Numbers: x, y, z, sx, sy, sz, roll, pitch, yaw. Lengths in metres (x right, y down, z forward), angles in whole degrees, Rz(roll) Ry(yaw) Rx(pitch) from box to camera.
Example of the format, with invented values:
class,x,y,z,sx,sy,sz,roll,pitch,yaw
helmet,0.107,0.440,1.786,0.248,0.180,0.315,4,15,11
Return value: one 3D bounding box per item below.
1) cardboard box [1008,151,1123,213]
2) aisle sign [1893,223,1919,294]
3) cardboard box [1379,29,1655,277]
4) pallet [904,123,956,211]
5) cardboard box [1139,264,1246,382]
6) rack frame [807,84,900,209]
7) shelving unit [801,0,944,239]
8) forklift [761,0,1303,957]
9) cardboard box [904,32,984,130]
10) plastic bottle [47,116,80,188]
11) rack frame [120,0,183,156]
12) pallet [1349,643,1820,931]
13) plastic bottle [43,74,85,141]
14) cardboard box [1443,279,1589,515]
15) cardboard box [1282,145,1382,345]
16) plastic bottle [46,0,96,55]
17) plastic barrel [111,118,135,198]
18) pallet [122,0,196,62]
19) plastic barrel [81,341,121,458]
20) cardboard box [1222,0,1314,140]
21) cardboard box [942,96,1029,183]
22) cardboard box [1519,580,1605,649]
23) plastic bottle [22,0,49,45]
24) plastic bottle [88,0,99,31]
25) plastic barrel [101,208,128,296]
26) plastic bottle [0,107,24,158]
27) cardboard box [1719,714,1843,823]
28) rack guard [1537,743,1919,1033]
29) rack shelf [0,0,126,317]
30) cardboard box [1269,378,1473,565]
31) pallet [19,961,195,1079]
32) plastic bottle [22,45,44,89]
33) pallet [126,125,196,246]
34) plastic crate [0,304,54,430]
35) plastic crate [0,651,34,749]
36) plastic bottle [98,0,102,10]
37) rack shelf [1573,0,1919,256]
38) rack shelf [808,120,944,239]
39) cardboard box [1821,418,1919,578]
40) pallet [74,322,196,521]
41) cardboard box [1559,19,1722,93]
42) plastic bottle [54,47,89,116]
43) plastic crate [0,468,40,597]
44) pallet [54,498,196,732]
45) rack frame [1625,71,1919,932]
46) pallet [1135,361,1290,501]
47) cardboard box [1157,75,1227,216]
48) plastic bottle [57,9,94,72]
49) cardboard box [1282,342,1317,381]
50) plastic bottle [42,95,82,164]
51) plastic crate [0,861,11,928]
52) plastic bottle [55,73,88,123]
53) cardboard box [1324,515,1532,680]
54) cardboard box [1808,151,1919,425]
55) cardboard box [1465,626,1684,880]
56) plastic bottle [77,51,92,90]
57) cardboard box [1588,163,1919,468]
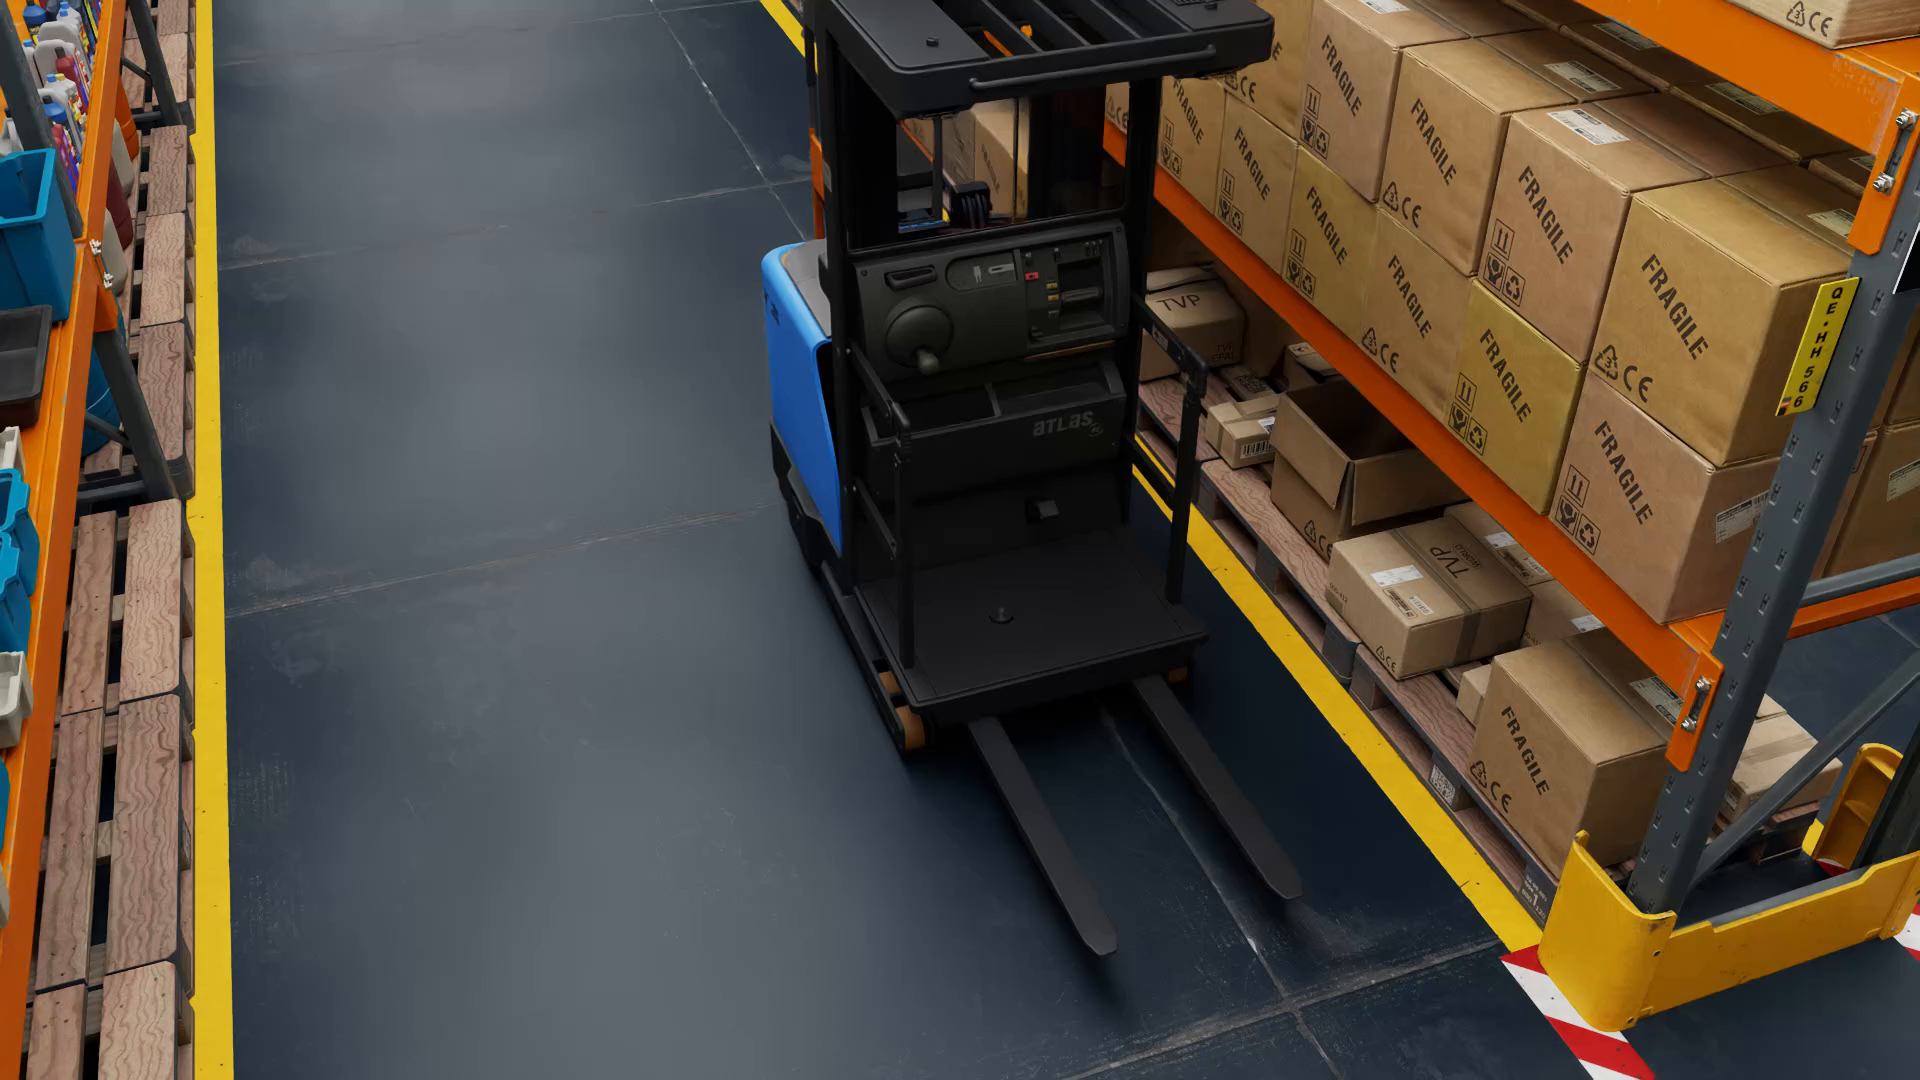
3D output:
class,x,y,z,sx,sy,sz,roll,pitch,yaw
cardboard box,0.556,-1.583,8.070,0.500,0.500,0.500,-13,39,-16
aisle sign,2.107,-0.863,3.242,0.394,0.787,0.004,-12,39,-16
cardboard box,1.603,-1.138,4.853,0.500,0.500,0.500,-11,38,-15
pallet,0.256,-2.214,9.515,1.003,0.211,1.213,-12,39,-16
cardboard box,0.936,-1.006,7.462,0.500,0.311,0.500,-12,39,-16
rack frame,-0.430,-1.545,7.056,0.400,2.100,0.015,-12,39,-16
shelving unit,-0.346,-1.407,6.873,0.431,2.100,0.503,-12,39,-16
forklift,0.194,-0.718,5.267,1.130,2.935,3.031,-12,39,-16
cardboard box,-0.140,-2.728,9.590,0.500,0.500,0.500,-13,39,-17
plastic bottle,-3.429,-1.487,6.328,0.061,0.283,0.133,-12,39,-16
rack frame,-5.033,-3.422,8.801,1.000,3.000,0.127,-12,39,-16
pallet,2.070,0.694,5.653,1.003,0.211,1.213,-12,39,-16
plastic bottle,-3.599,-1.730,6.660,0.097,0.271,0.097,0,37,0
cardboard box,1.780,-0.456,4.779,0.500,0.500,0.500,-12,39,-16
cardboard box,1.440,-1.023,5.532,0.500,0.500,0.500,-13,39,-17
plastic bottle,-3.975,-2.339,7.403,0.144,0.351,0.185,-12,39,-16
plastic barrel,-4.571,-2.023,8.662,0.421,0.512,0.421,0,37,0
pallet,-5.680,-3.442,11.145,1.003,0.211,1.213,-12,39,-16
plastic barrel,-3.828,-0.803,6.718,0.600,0.901,0.708,-12,39,-16
cardboard box,1.248,-1.719,5.625,0.500,0.500,0.500,-14,39,-17
cardboard box,0.222,-2.147,8.820,0.500,0.500,0.500,-12,39,-15
cardboard box,2.279,0.348,5.715,0.500,0.250,0.500,-12,39,-16
plastic bottle,-4.074,-2.257,7.360,0.097,0.271,0.097,0,37,0
plastic bottle,-4.085,-2.518,7.641,0.144,0.351,0.185,-12,39,-16
plastic barrel,-4.182,-1.385,7.815,0.421,0.512,0.421,0,37,0
plastic bottle,-3.488,-1.432,6.199,0.144,0.351,0.185,-12,39,-16
cardboard box,2.550,0.729,5.293,0.380,0.149,0.250,-12,39,-16
rack guard,2.345,1.029,4.969,1.175,0.500,0.348,-12,39,-16
rack shelf,-4.345,-2.005,7.517,1.077,0.370,4.000,-12,39,-16
cardboard box,1.646,-0.305,6.371,0.797,0.503,0.637,-12,39,-16
pallet,-2.528,1.737,4.269,1.003,0.211,1.213,-12,39,-16
plastic bottle,-3.920,-1.945,6.942,0.152,0.276,0.135,-12,39,-16
pallet,-4.723,-1.872,9.060,1.003,0.211,1.213,-12,39,-16
plastic crate,-3.020,-0.500,5.100,0.437,0.125,0.590,-12,39,-16
plastic crate,-2.322,0.389,3.910,0.250,0.136,0.298,-12,39,-16
plastic bottle,-4.157,-2.619,7.899,0.097,0.201,0.097,0,37,0
rack shelf,1.683,-1.967,4.973,1.077,0.370,4.000,-12,39,-16
rack shelf,-0.346,-1.397,6.882,0.431,0.518,0.480,-12,39,-16
cardboard box,2.466,-0.272,4.535,0.500,0.500,0.500,-12,39,-15
pallet,-3.883,-0.494,7.230,1.003,0.211,1.213,-12,39,-16
cardboard box,2.112,-1.249,5.000,0.500,0.500,0.500,-12,39,-15
plastic bottle,-3.688,-1.913,6.894,0.061,0.283,0.133,-12,39,-16
plastic crate,-2.613,0.019,4.321,0.416,0.233,0.300,-12,39,-16
pallet,-3.368,0.358,6.099,1.003,0.211,1.213,-12,39,-16
rack frame,2.372,0.073,4.160,1.000,3.000,0.127,-12,39,-16
pallet,1.231,-0.684,7.483,1.003,0.211,1.213,-12,39,-16
cardboard box,1.094,-1.593,6.289,0.500,0.500,0.500,-12,39,-15
plastic bottle,-3.871,-2.177,7.254,0.097,0.271,0.097,0,37,0
cardboard box,1.643,-0.761,7.271,0.380,0.149,0.250,-12,39,-16
plastic bottle,-3.519,-1.599,6.486,0.097,0.271,0.097,0,37,0
plastic crate,-2.089,0.772,3.401,0.250,0.136,0.298,-12,39,-16
plastic bottle,-3.666,-1.812,6.827,0.097,0.201,0.097,0,37,0
cardboard box,1.654,0.197,5.915,0.500,0.250,0.500,-12,39,-16
cardboard box,2.466,-0.671,4.234,0.500,0.500,0.500,-11,38,-15
cardboard box,1.953,0.640,5.119,0.500,0.500,0.500,-12,39,-16
plastic bottle,-3.791,-2.018,7.101,0.097,0.201,0.097,0,37,0
cardboard box,1.960,-0.560,4.087,0.500,0.500,0.500,-13,39,-16
